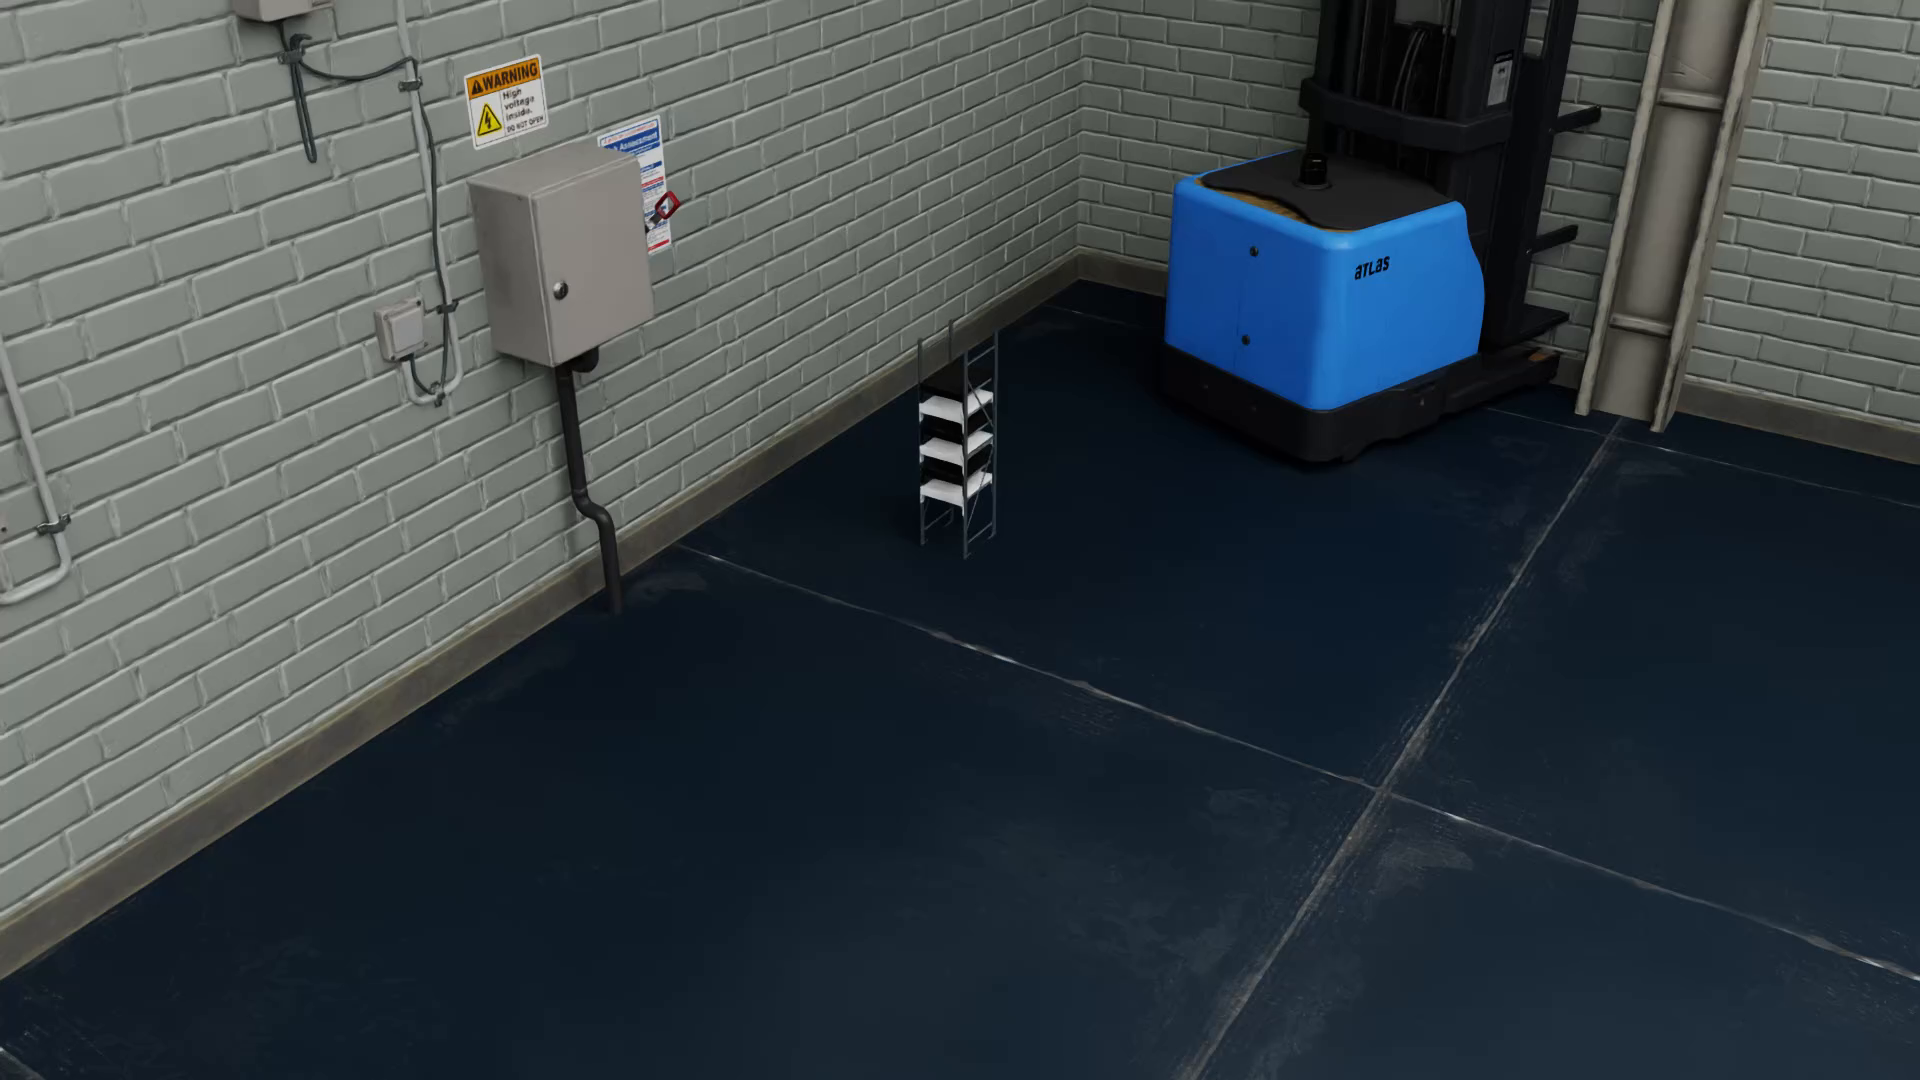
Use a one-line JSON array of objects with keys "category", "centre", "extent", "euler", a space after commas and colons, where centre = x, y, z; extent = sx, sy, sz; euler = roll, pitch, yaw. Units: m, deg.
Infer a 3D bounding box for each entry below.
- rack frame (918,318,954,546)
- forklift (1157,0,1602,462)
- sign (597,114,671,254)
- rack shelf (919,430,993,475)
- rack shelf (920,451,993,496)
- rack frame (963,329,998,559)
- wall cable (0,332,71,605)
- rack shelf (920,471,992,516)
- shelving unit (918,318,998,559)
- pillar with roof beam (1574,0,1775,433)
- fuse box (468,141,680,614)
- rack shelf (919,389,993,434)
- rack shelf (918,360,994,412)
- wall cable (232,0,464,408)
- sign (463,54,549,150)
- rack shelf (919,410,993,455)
[{"category": "rack frame", "centre": [-0.093, -0.418, 6.574], "extent": [0.006, 0.900, 0.240], "euler": [18, 35, 27]}, {"category": "forklift", "centre": [2.412, -2.191, 7.597], "extent": [3.031, 2.935, 1.130], "euler": [-21, 36, -32]}, {"category": "sign", "centre": [-1.175, -1.259, 6.026], "extent": [0.001, 0.494, 0.329], "euler": [18, 35, 27]}, {"category": "rack shelf", "centre": [-0.007, -0.362, 6.544], "extent": [0.200, 0.077, 0.258], "euler": [18, 35, 27]}, {"category": "rack shelf", "centre": [-0.007, -0.284, 6.589], "extent": [0.200, 0.077, 0.258], "euler": [18, 35, 27]}, {"category": "rack frame", "centre": [0.079, -0.364, 6.480], "extent": [0.006, 0.900, 0.240], "euler": [18, 35, 27]}, {"category": "wall cable", "centre": [-2.503, -0.629, 3.811], "extent": [0.123, 1.953, 0.585], "euler": [18, 35, 27]}, {"category": "rack shelf", "centre": [-0.007, -0.207, 6.634], "extent": [0.200, 0.077, 0.258], "euler": [18, 35, 27]}, {"category": "shelving unit", "centre": [-0.007, -0.391, 6.527], "extent": [0.210, 0.900, 0.258], "euler": [18, 35, 27]}, {"category": "pillar with roof beam", "centre": [0.828, -2.656, 2.373], "extent": [0.400, 9.000, 9.100], "euler": [18, 35, 27]}, {"category": "fuse box", "centre": [-1.262, -0.477, 5.870], "extent": [0.414, 1.711, 0.539], "euler": [18, 35, 27]}, {"category": "rack shelf", "centre": [-0.007, -0.518, 6.453], "extent": [0.200, 0.077, 0.258], "euler": [18, 35, 27]}, {"category": "rack shelf", "centre": [-0.007, -0.595, 6.408], "extent": [0.200, 0.077, 0.258], "euler": [18, 35, 27]}, {"category": "wall cable", "centre": [-1.759, -1.223, 4.862], "extent": [0.122, 1.984, 0.588], "euler": [18, 35, 27]}, {"category": "sign", "centre": [-1.467, -1.422, 5.392], "extent": [0.001, 0.242, 0.339], "euler": [18, 35, 27]}, {"category": "rack shelf", "centre": [-0.007, -0.440, 6.498], "extent": [0.200, 0.077, 0.258], "euler": [18, 35, 27]}]
